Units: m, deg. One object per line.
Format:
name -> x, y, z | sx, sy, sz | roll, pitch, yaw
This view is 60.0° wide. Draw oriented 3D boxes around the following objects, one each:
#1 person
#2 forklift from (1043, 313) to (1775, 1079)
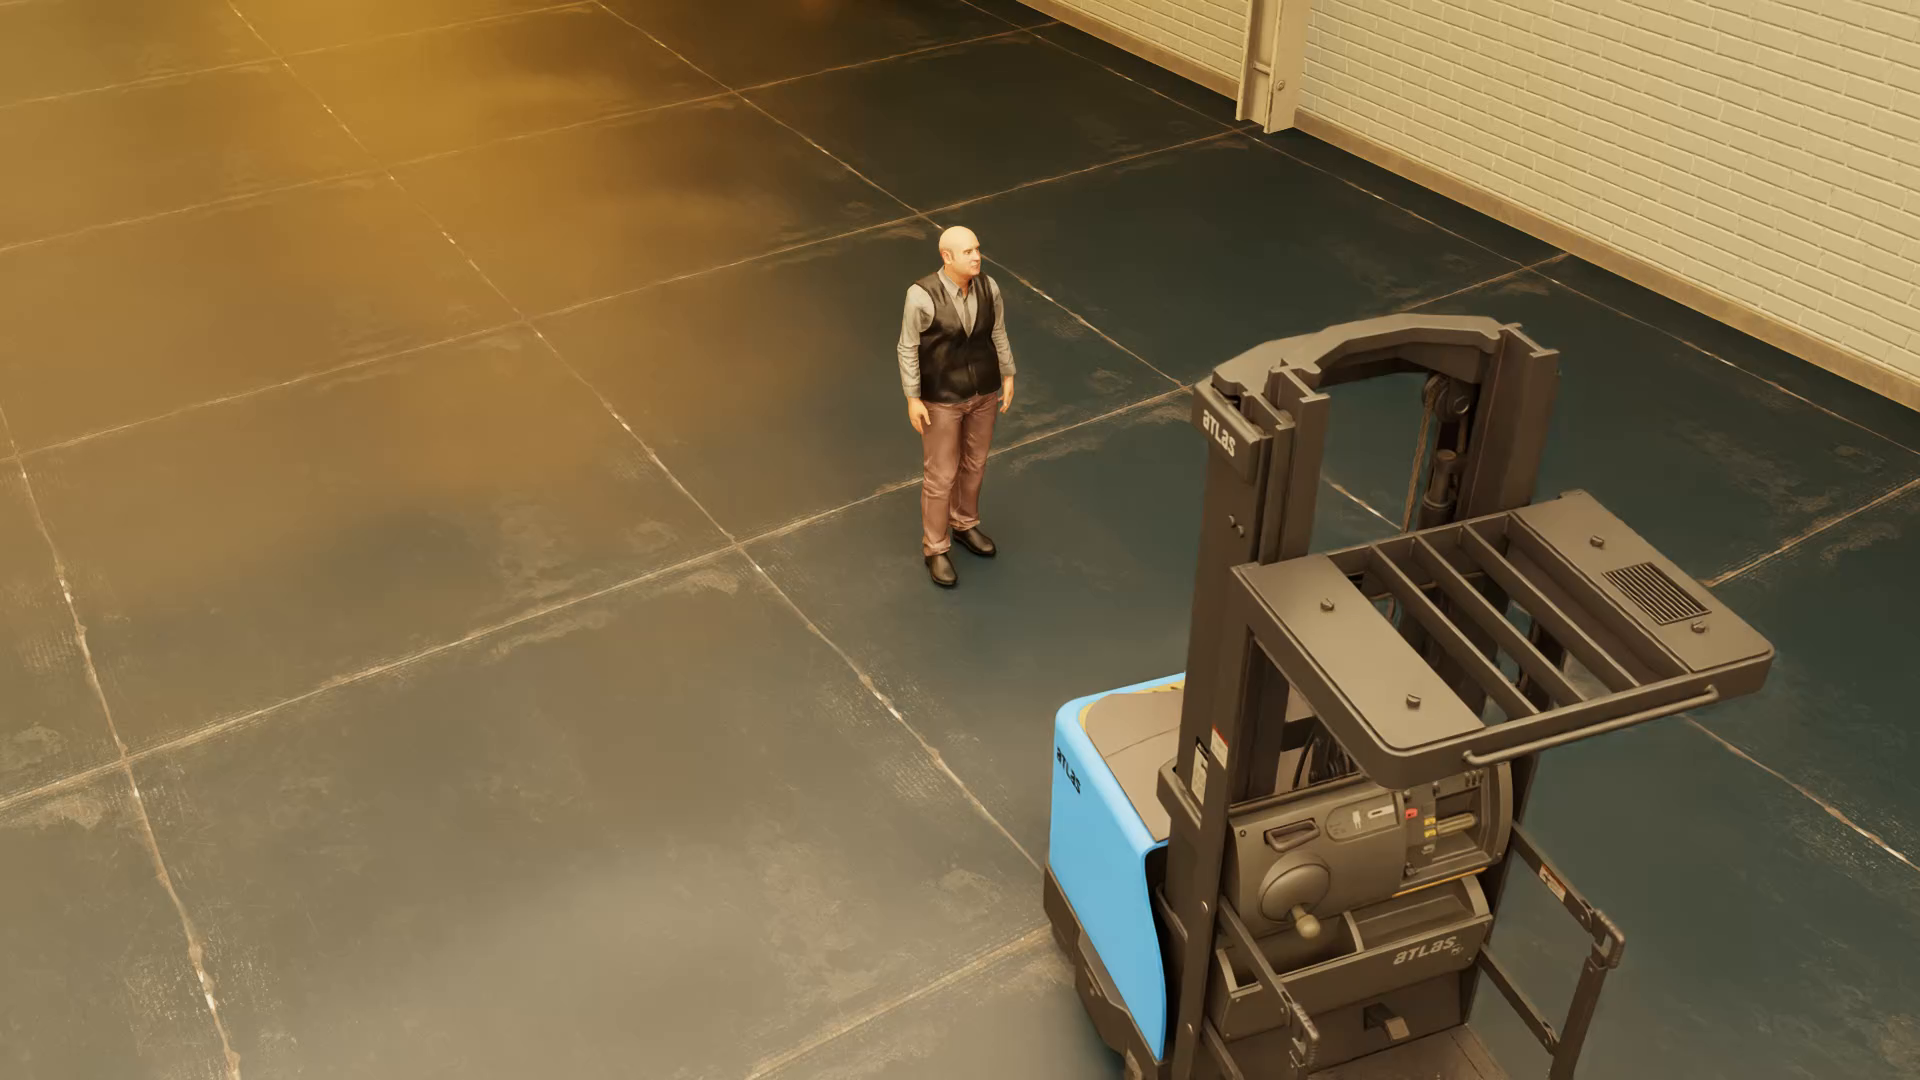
person -> 0.028, -0.678, 8.152 | 0.633, 1.722, 0.566 | -21, 40, -27
forklift -> 1.307, 0.968, 4.770 | 1.130, 2.935, 3.031 | -12, 37, -16
